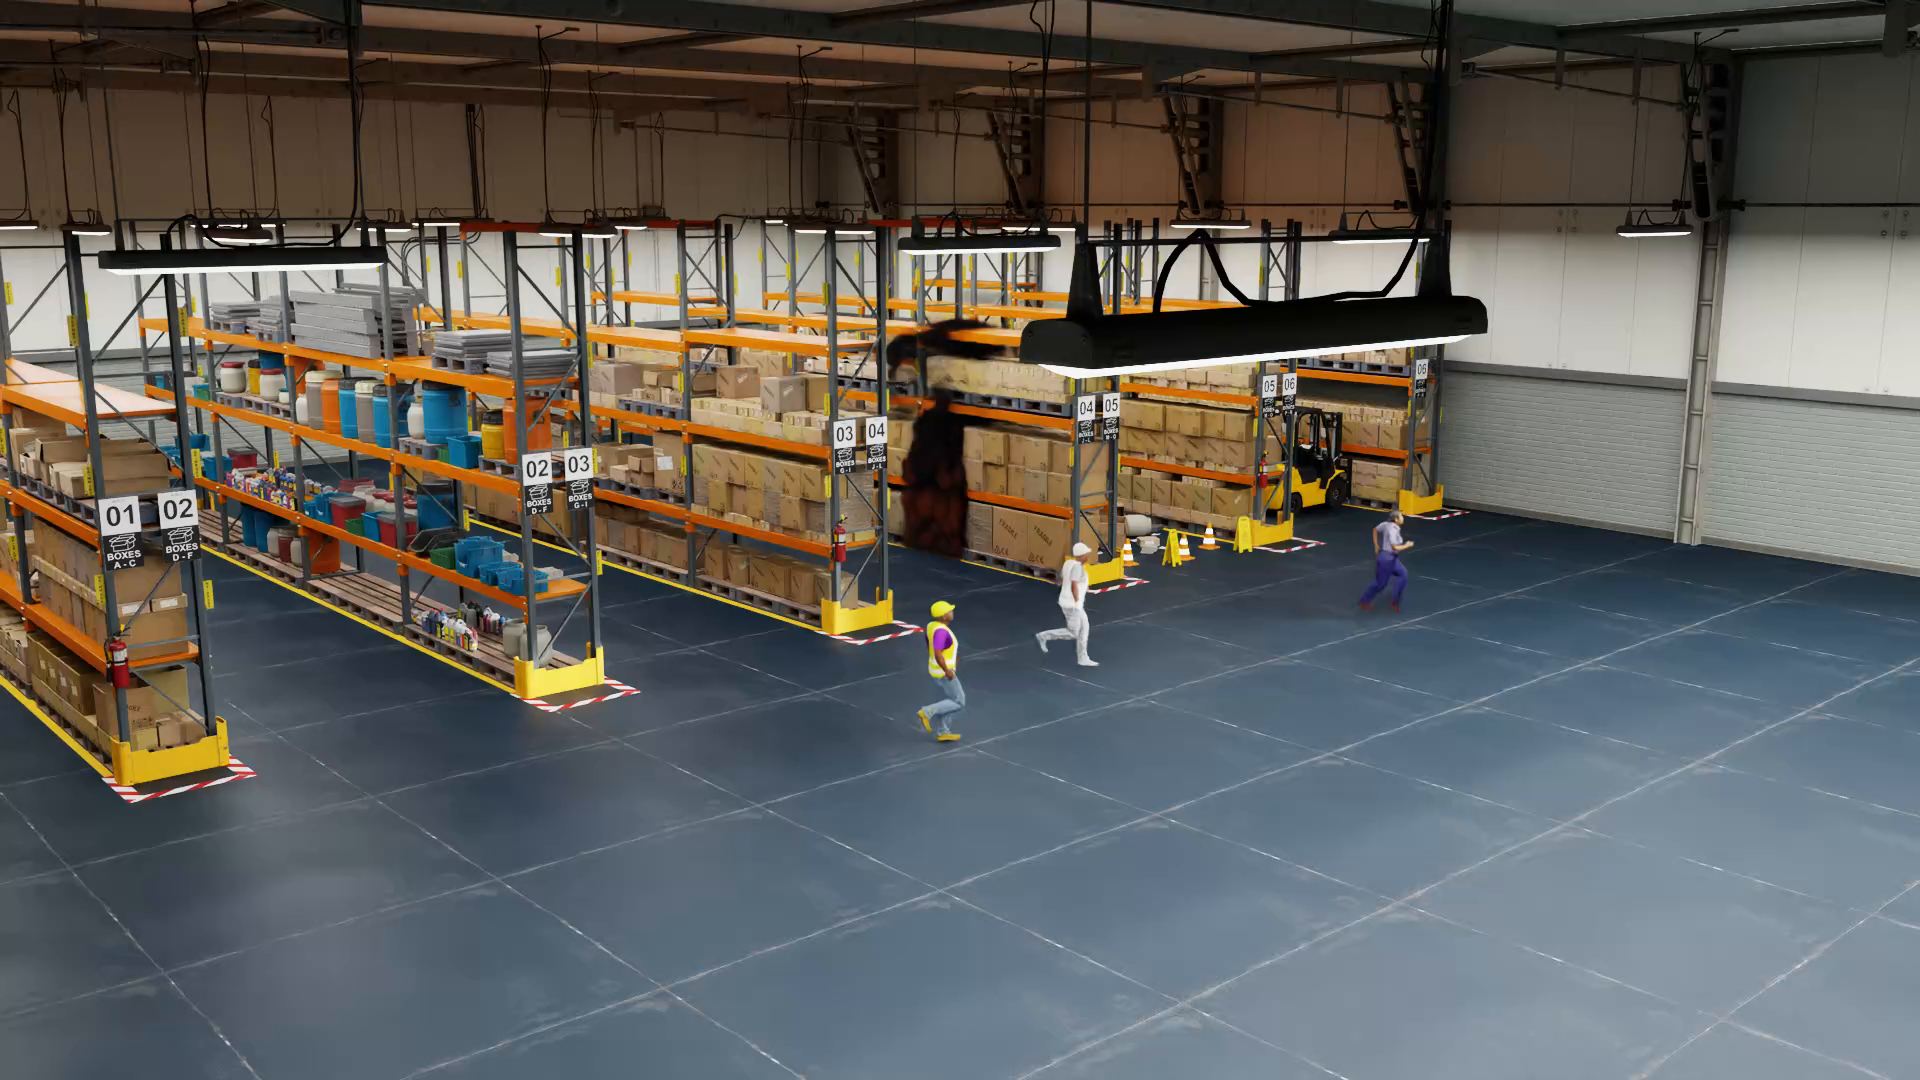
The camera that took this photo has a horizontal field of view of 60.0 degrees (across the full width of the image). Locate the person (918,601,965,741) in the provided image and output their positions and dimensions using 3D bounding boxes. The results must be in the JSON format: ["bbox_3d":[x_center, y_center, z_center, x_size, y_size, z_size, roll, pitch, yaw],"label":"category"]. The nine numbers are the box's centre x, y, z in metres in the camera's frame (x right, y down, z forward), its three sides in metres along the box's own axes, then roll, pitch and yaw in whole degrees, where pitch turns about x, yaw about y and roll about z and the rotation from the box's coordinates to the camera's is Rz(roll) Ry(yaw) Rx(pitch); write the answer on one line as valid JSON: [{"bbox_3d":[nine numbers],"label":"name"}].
[{"bbox_3d":[-0.241,1.567,19.793,0.581,1.717,0.743,-2,12,-11],"label":"person"}]

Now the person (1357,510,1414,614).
[{"bbox_3d":[6.662,0.361,26.029,0.818,1.659,0.627,2,12,9],"label":"person"}]

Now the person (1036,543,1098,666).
[{"bbox_3d":[1.491,0.908,23.068,0.892,1.756,0.687,-1,11,-5],"label":"person"}]
